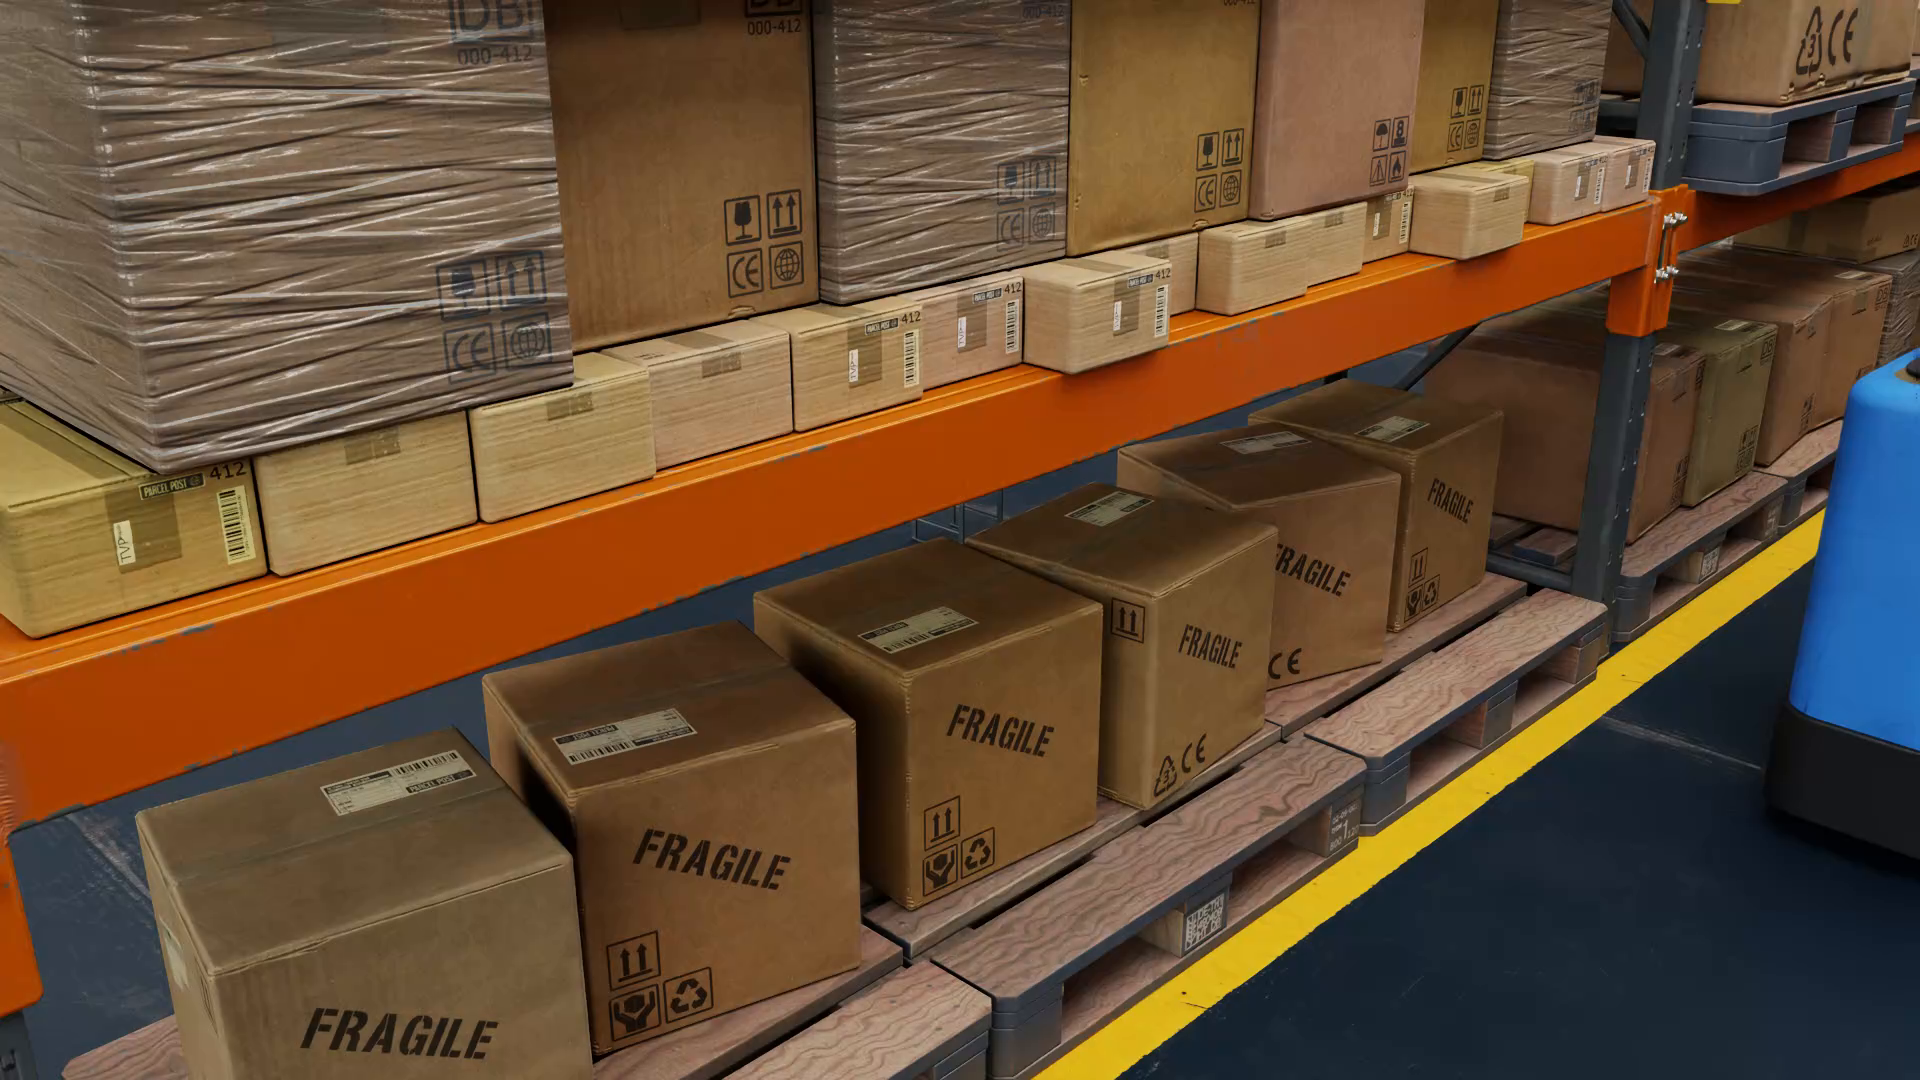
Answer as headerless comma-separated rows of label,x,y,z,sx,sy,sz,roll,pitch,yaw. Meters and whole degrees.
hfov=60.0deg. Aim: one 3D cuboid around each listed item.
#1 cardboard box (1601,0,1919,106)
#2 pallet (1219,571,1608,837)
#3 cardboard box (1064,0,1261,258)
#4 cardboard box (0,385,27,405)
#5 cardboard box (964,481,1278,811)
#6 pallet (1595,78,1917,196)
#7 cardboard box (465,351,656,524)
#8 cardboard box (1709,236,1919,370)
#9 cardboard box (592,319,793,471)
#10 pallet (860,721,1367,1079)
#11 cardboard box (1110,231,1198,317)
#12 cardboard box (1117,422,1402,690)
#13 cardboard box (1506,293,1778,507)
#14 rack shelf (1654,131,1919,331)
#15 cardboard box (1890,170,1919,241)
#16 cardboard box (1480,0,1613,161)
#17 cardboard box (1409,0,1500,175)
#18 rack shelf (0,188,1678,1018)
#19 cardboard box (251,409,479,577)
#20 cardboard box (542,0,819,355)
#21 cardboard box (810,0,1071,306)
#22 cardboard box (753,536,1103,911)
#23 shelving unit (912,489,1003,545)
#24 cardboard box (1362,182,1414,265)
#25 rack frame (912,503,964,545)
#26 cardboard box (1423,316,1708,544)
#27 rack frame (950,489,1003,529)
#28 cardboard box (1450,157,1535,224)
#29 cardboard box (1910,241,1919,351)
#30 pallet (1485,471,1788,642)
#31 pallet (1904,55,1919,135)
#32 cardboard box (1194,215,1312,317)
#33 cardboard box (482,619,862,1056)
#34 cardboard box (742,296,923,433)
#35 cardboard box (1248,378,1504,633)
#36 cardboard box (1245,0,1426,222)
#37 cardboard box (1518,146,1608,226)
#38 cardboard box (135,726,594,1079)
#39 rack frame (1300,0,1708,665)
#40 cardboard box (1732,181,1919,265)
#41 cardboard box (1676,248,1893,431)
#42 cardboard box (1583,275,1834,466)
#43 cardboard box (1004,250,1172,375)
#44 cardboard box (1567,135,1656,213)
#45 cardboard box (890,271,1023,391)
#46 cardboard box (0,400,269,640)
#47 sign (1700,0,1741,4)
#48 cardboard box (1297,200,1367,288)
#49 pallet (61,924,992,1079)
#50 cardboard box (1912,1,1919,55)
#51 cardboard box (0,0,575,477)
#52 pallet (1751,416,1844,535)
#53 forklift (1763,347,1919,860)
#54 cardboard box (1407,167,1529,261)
cardboard box,2.089,-1.822,4.711,1.000,1.000,1.000,19,28,41
pallet,0.991,0.307,4.482,1.003,0.211,1.213,19,28,41
cardboard box,0.047,-0.870,3.103,0.875,0.500,0.500,19,28,41
cardboard box,-1.305,-0.156,2.149,0.380,0.149,0.250,19,28,41
cardboard box,0.356,0.216,3.731,0.500,0.500,0.500,16,26,36
pallet,2.072,-1.247,4.905,1.003,0.211,1.213,19,28,41
cardboard box,-0.613,-0.164,2.171,0.380,0.149,0.250,19,28,41
cardboard box,3.394,-0.920,6.658,0.700,0.500,0.500,16,26,36
cardboard box,-0.453,-0.234,2.352,0.380,0.149,0.250,19,28,41
pallet,0.140,0.622,3.662,1.003,0.211,1.213,19,28,41
cardboard box,0.209,-0.503,3.053,0.380,0.149,0.250,19,28,41
cardboard box,0.733,0.036,4.198,0.500,0.500,0.500,-11,23,-25
cardboard box,2.225,-0.485,5.527,0.700,0.500,0.500,19,28,40
rack shelf,2.830,-1.355,5.921,1.077,0.370,4.000,19,28,41
cardboard box,3.779,-1.413,6.896,0.500,0.250,0.500,-19,28,-40
cardboard box,1.076,-1.262,4.122,0.875,0.500,0.500,19,28,41
cardboard box,0.702,-1.142,3.811,0.875,0.500,0.500,19,28,41
rack shelf,0.039,-0.326,3.245,1.077,0.370,4.000,19,28,41
cardboard box,-0.798,-0.104,2.014,0.380,0.149,0.250,19,28,41
cardboard box,-0.690,-0.627,2.470,0.875,0.500,0.500,19,28,41
cardboard box,-0.310,-0.744,2.776,0.875,0.500,0.500,19,28,41
cardboard box,-0.065,0.348,3.387,0.500,0.500,0.500,-17,27,-37
shelving unit,-0.010,-0.556,5.350,0.258,1.200,0.189,19,28,41
cardboard box,0.733,-0.696,3.554,0.380,0.149,0.250,19,28,41
rack frame,-0.074,-0.533,5.288,0.240,1.200,0.006,19,28,41
cardboard box,1.878,-0.367,5.220,0.700,0.500,0.500,17,27,37
rack frame,0.054,-0.580,5.411,0.240,1.200,0.006,19,28,41
cardboard box,1.097,-0.819,3.875,0.380,0.149,0.250,19,28,41
cardboard box,3.772,-1.066,7.038,0.700,0.500,0.500,17,27,38
pallet,1.977,-0.075,5.476,1.003,0.211,1.213,19,28,41
pallet,2.873,-1.596,5.813,1.003,0.211,1.213,19,28,41
cardboard box,0.438,-0.548,3.170,0.380,0.149,0.250,19,28,41
cardboard box,-0.516,0.504,2.981,0.500,0.500,0.500,-12,24,-28
cardboard box,-0.274,-0.296,2.515,0.380,0.149,0.250,19,28,41
cardboard box,1.127,-0.113,4.586,0.500,0.500,0.500,18,28,39
cardboard box,0.426,-0.988,3.411,0.875,0.500,0.500,19,28,41
cardboard box,1.314,-0.868,4.003,0.380,0.149,0.250,19,28,41
cardboard box,-0.908,0.666,2.559,0.500,0.500,0.500,-14,25,-32
rack frame,1.435,-1.176,4.454,1.000,3.000,0.127,19,28,41
cardboard box,3.416,-1.274,6.535,0.500,0.250,0.500,-16,26,-36
cardboard box,3.004,-0.773,6.275,0.500,0.500,0.700,-17,27,-38
cardboard box,2.615,-0.629,5.901,0.700,0.500,0.500,16,26,36
cardboard box,0.130,-0.406,2.799,0.380,0.149,0.250,19,28,41
cardboard box,1.495,-0.930,4.164,0.380,0.149,0.250,19,28,41
cardboard box,-0.119,-0.367,2.700,0.380,0.149,0.250,19,28,41
cardboard box,-0.986,-0.044,1.859,0.380,0.149,0.250,19,28,41
sign,1.829,-1.447,3.950,0.100,0.325,0.005,19,28,41
cardboard box,0.588,-0.621,3.360,0.380,0.149,0.250,19,28,41
pallet,-0.711,0.934,2.850,1.003,0.211,1.213,19,28,41
cardboard box,3.255,-1.842,5.787,0.396,0.266,0.258,18,28,39
cardboard box,-0.952,-0.468,2.057,0.875,0.500,0.500,19,28,41
pallet,2.828,-0.390,6.296,1.003,0.211,1.213,19,28,41
forklift,3.256,-0.952,3.967,3.031,2.935,1.130,-20,28,-41
cardboard box,1.002,-0.727,3.635,0.380,0.149,0.250,19,28,41
